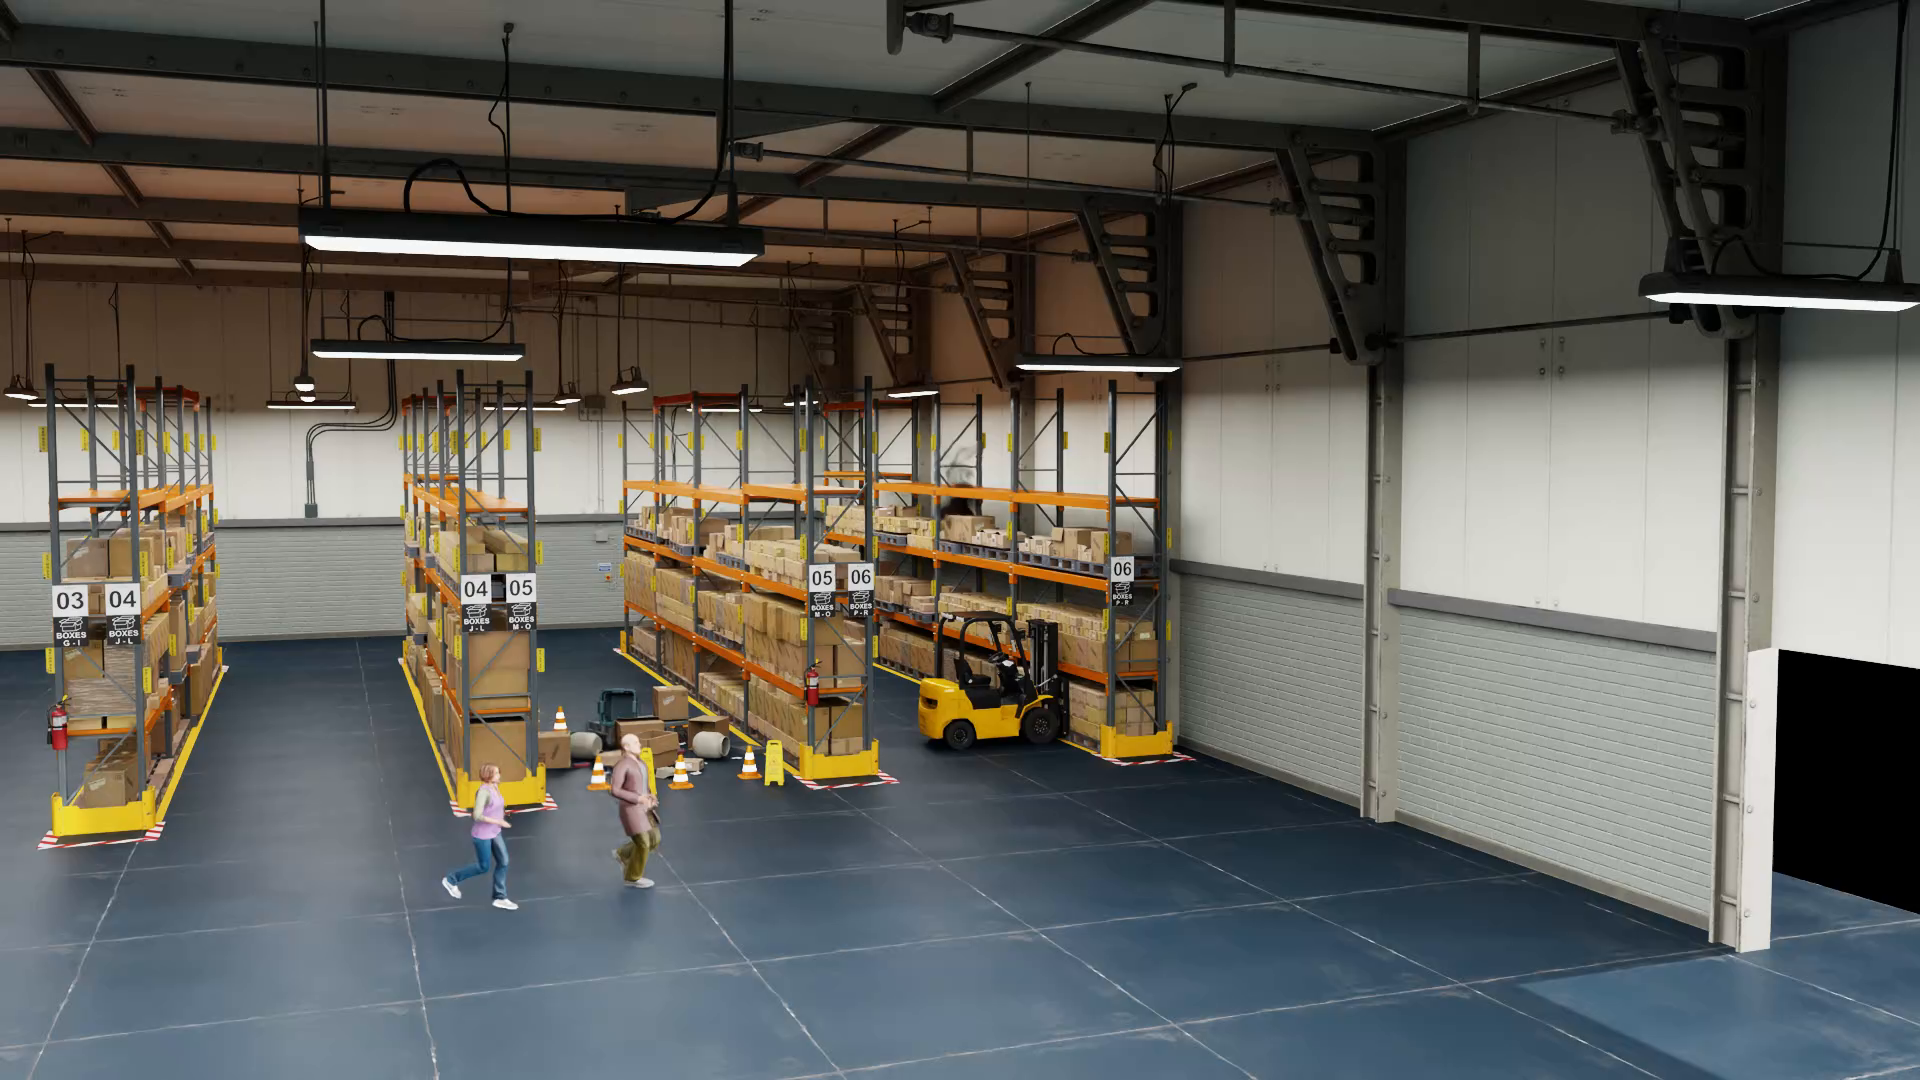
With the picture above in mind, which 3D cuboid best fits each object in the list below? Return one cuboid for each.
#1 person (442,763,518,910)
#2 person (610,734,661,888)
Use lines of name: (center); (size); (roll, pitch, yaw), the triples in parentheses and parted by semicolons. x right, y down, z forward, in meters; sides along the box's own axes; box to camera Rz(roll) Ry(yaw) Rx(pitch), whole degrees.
person: (-5.146, 3.175, 17.847); (0.809, 1.589, 0.525); (0, 3, 6)
person: (-3.659, 3.040, 18.702); (0.663, 1.726, 0.706); (1, 3, 16)
